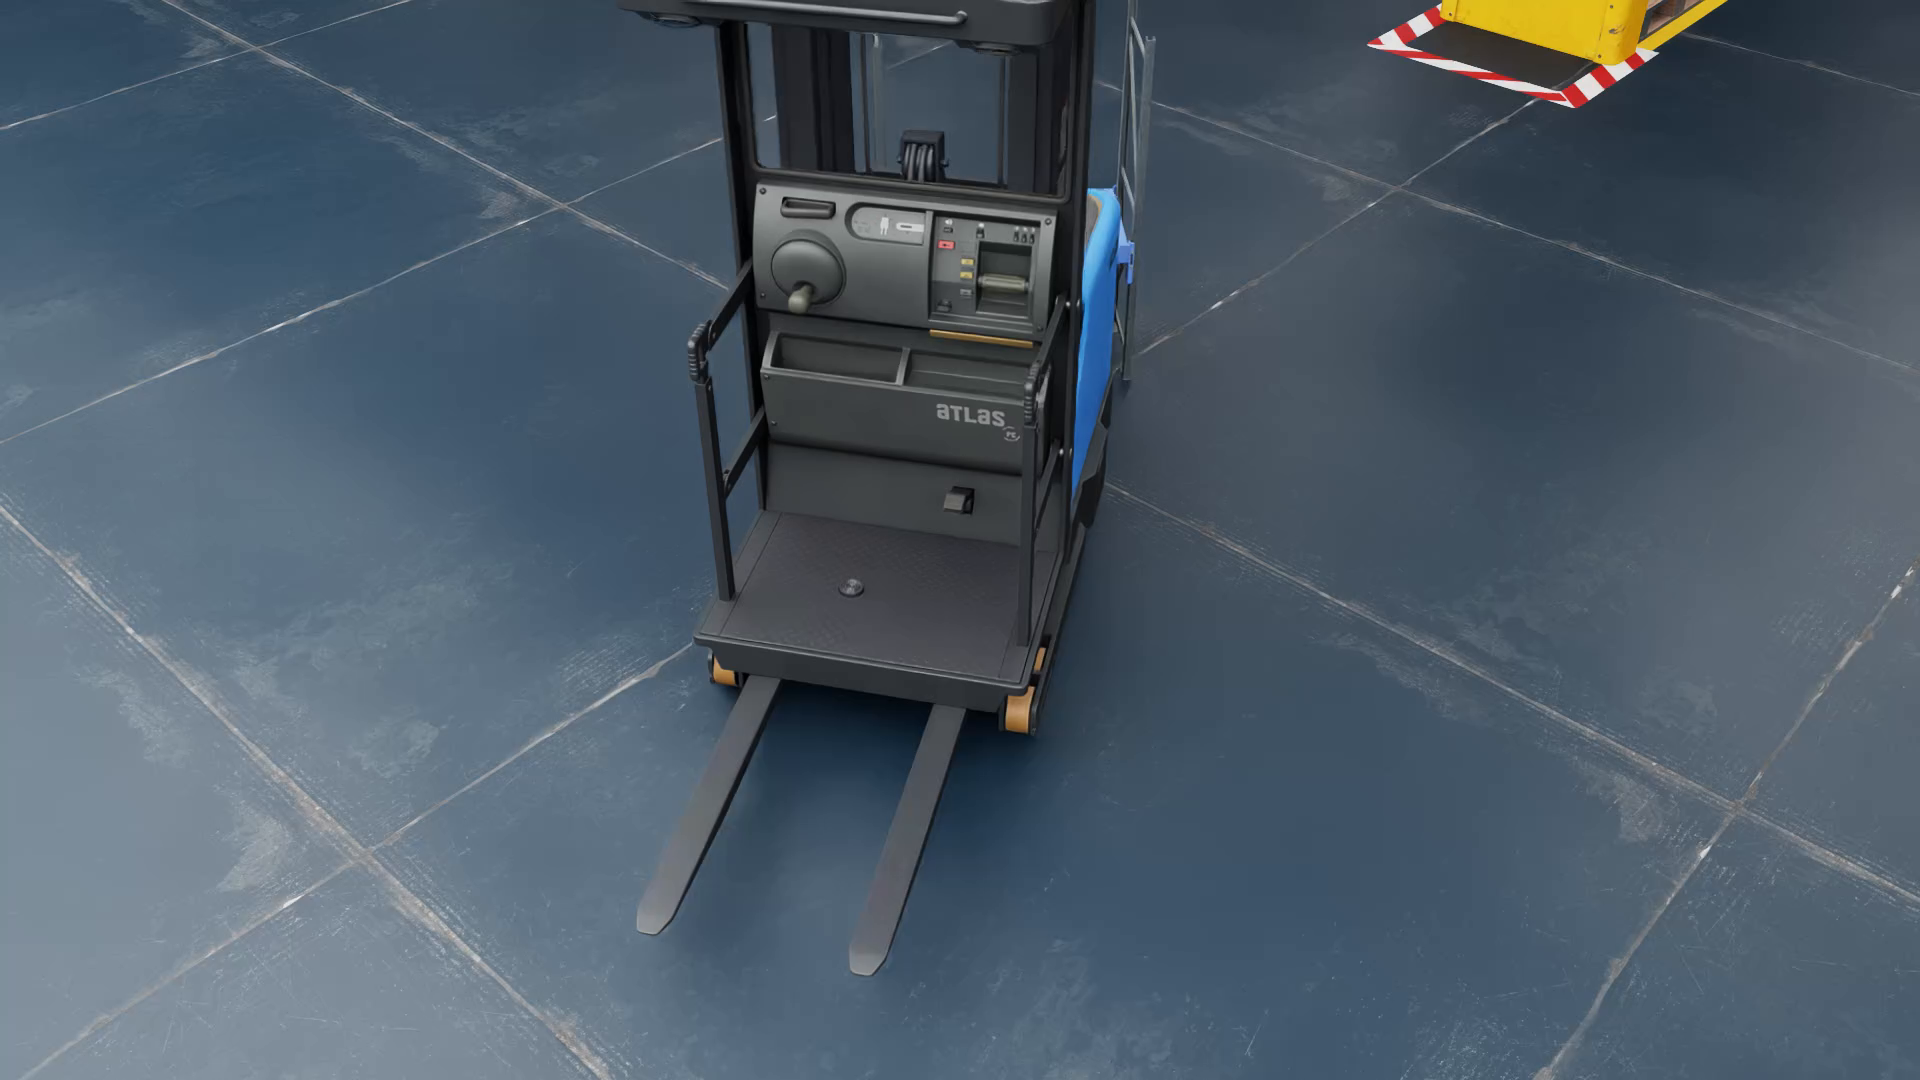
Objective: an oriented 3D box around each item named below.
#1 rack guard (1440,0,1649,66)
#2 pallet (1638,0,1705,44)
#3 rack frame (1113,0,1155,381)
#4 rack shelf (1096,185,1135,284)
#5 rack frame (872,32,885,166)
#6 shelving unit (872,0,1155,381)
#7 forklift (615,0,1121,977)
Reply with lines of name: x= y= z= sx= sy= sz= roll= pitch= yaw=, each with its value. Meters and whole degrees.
rack guard: x=3.506 y=-3.284 z=9.979 sx=1.175 sy=0.500 sz=0.348 roll=30 pitch=47 yaw=32
pallet: x=4.081 y=-3.530 z=10.519 sx=1.003 sy=0.211 sz=1.213 roll=30 pitch=47 yaw=32
rack frame: x=0.697 y=-1.422 z=6.833 sx=0.032 sy=1.500 sz=0.500 roll=-2 pitch=39 yaw=-3
rack shelf: x=0.189 y=-1.263 z=6.922 sx=1.000 sy=0.185 sz=0.538 roll=-2 pitch=39 yaw=-3
rack frame: x=-0.318 y=-1.386 z=6.787 sx=0.032 sy=1.500 sz=0.500 roll=-2 pitch=39 yaw=-3
shelving unit: x=0.189 y=-1.404 z=6.810 sx=1.048 sy=1.500 sz=0.538 roll=-2 pitch=39 yaw=-3
forklift: x=-0.221 y=-0.775 z=4.869 sx=1.130 sy=2.935 sz=3.031 roll=8 pitch=39 yaw=10
